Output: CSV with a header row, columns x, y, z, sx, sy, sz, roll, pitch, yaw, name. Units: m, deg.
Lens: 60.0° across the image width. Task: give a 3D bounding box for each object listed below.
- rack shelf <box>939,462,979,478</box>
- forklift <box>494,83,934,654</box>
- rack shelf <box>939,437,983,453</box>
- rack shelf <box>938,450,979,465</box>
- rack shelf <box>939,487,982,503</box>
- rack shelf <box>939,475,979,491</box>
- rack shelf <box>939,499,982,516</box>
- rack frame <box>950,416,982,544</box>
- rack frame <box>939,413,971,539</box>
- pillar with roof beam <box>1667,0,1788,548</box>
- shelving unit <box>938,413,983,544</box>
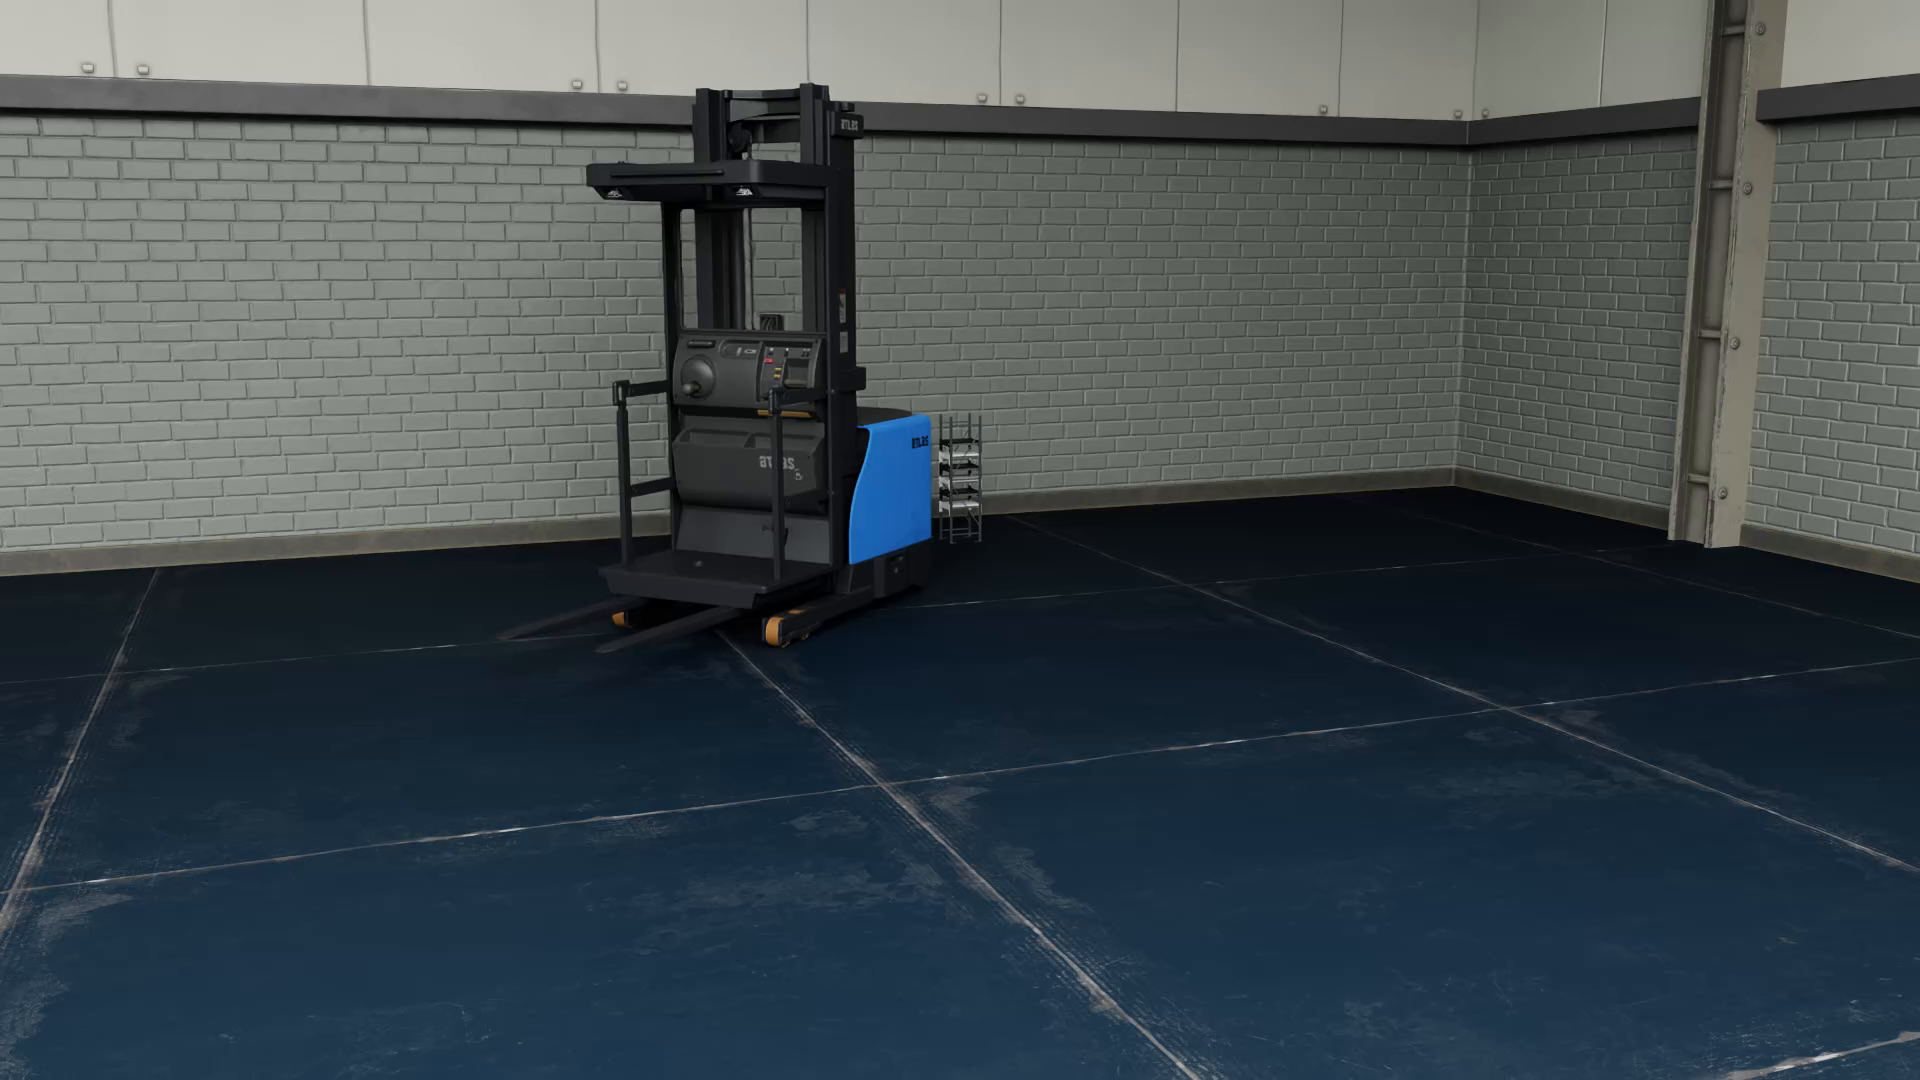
x,y,z,sx,sy,sz,roll,pitch,yaw,name
0.003,-0.498,11.824,0.258,0.077,0.200,-4,11,-21,rack shelf
-1.271,-0.965,8.977,1.130,2.935,3.031,5,11,26,forklift
0.003,-0.675,11.792,0.258,0.077,0.200,-4,11,-21,rack shelf
0.003,-0.586,11.808,0.258,0.077,0.200,-4,11,-21,rack shelf
0.003,-0.320,11.855,0.258,0.077,0.200,-4,11,-21,rack shelf
0.003,-0.409,11.840,0.258,0.077,0.200,-4,11,-21,rack shelf
0.003,-0.232,11.871,0.258,0.077,0.200,-4,11,-21,rack shelf
0.040,-0.425,11.741,0.240,0.900,0.006,-4,11,-21,rack frame
-0.034,-0.458,11.927,0.240,0.900,0.006,-4,11,-21,rack frame
1.287,-4.142,9.512,9.100,9.000,0.400,-4,11,-21,pillar with roof beam
0.003,-0.442,11.834,0.258,0.900,0.210,-4,11,-21,shelving unit
